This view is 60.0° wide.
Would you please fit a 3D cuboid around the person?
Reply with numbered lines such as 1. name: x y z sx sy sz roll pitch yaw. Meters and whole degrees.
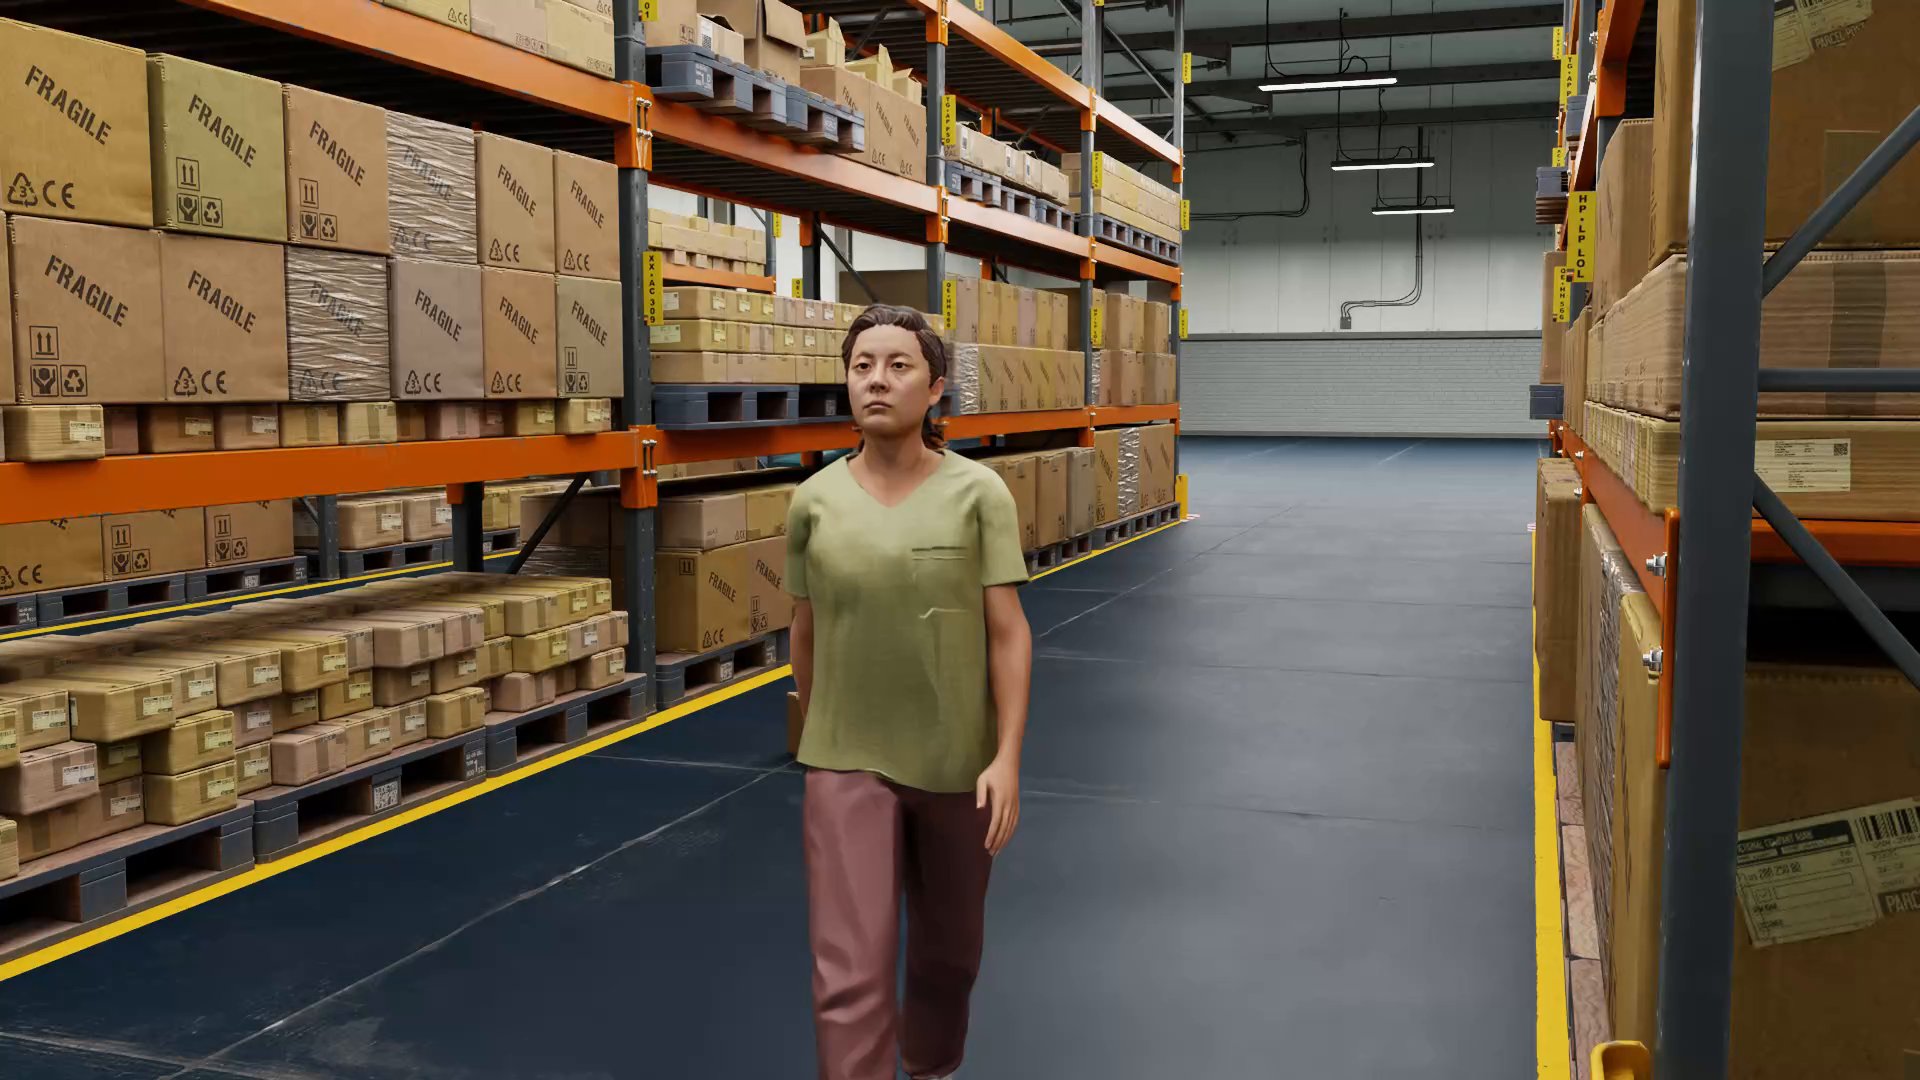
1. person: -0.095 0.401 2.912 0.437 1.621 1.018 0 5 -3
